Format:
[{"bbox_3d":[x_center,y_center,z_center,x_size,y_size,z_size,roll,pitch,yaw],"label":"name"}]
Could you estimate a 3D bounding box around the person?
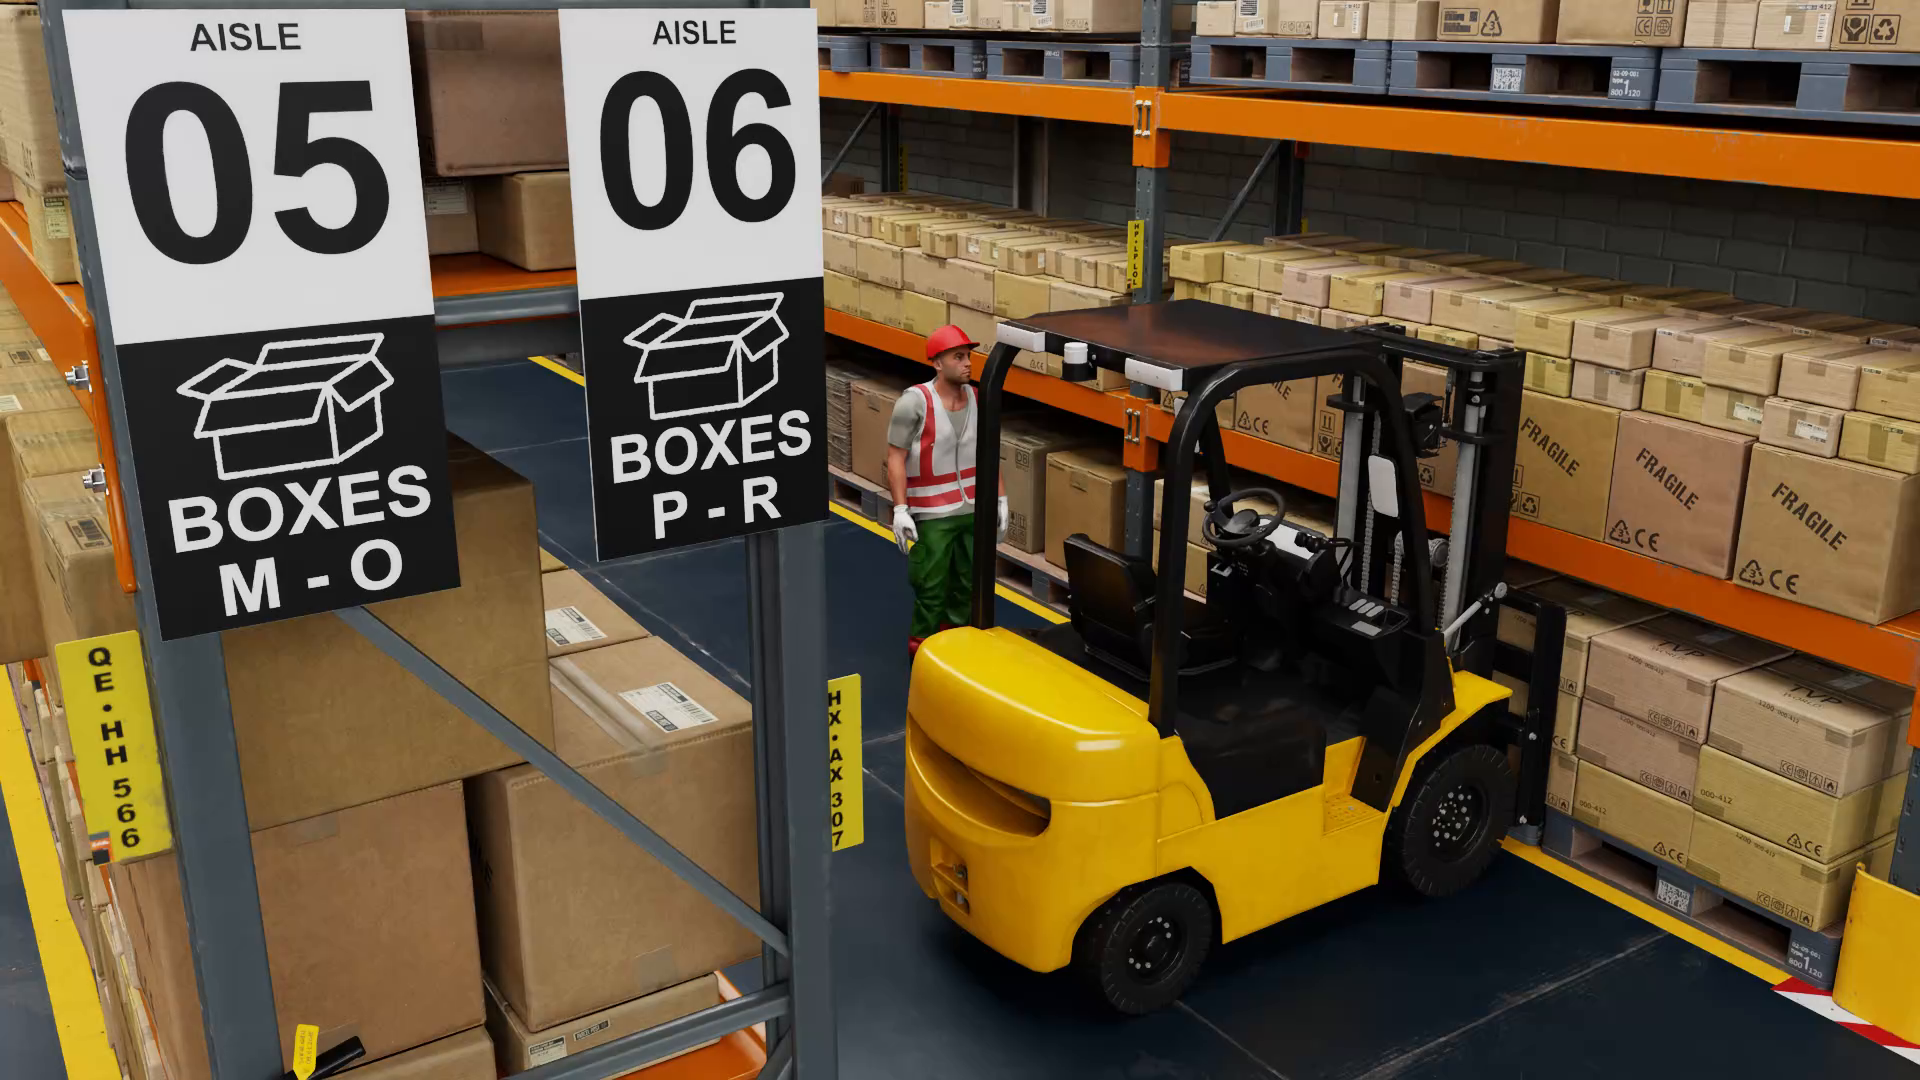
[{"bbox_3d":[-0.012,-0.093,7.774,0.638,1.789,0.562,-11,21,-31],"label":"person"}]
